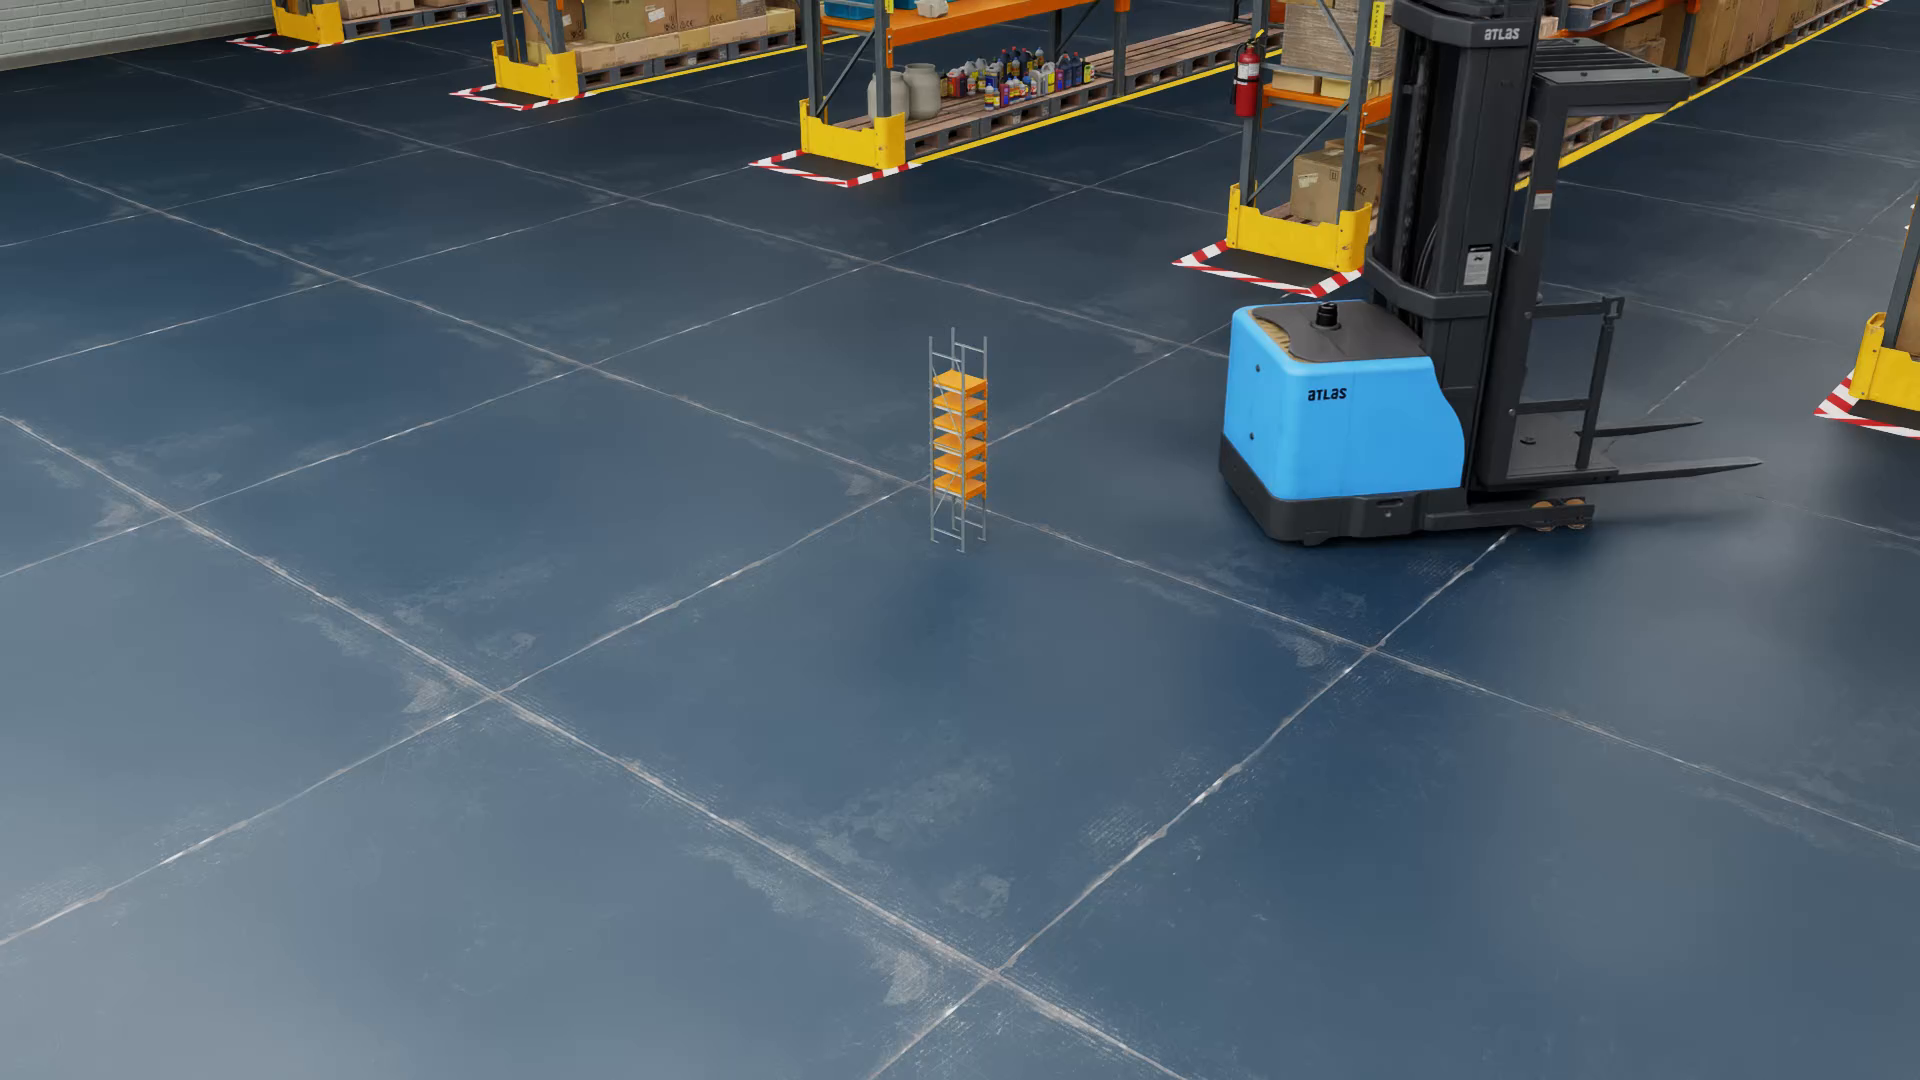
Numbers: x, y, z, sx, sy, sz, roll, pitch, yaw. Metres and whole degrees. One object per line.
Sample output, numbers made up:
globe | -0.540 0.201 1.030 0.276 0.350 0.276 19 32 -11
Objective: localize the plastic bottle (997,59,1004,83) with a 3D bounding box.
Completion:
plastic bottle | 0.440 -5.237 18.599 0.097 0.271 0.097 0 27 0

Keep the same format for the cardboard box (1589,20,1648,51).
cardboard box | 7.092 -5.500 18.042 0.500 0.250 0.500 -24 36 -38

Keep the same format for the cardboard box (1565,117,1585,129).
cardboard box | 6.006 -4.561 17.043 0.700 0.500 0.500 21 34 34

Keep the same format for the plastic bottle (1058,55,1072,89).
plastic bottle | 1.149 -5.186 18.415 0.144 0.351 0.185 19 33 32

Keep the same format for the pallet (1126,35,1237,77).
pallet | 2.704 -6.034 20.684 1.003 0.211 1.213 21 34 34

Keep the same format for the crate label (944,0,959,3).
crate label | -0.124 -5.877 17.308 0.502 0.435 0.616 21 34 34

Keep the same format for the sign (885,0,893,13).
sign | -0.664 -5.091 15.525 0.100 0.325 0.005 21 34 34

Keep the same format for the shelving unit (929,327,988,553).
shelving unit | -0.009 -0.528 8.964 0.258 1.200 0.189 21 34 34

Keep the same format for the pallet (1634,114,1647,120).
pallet | 7.327 -5.004 18.693 1.003 0.211 1.213 21 34 34

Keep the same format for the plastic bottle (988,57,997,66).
plastic bottle | 0.368 -5.259 18.629 0.061 0.283 0.133 23 35 37

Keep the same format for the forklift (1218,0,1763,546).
forklift | 3.104 -1.583 9.119 3.031 2.935 1.130 -5 28 -9

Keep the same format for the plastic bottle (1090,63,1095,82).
plastic bottle | 1.468 -5.281 18.761 0.097 0.201 0.097 0 27 0

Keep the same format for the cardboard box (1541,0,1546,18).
cardboard box | 4.947 -5.136 15.480 0.875 0.500 0.500 21 34 34

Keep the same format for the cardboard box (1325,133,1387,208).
cardboard box | 3.500 -3.197 14.429 0.500 0.500 0.500 -18 32 -31

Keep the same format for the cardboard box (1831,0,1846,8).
cardboard box | 11.989 -8.025 23.354 0.875 0.875 0.875 21 34 34

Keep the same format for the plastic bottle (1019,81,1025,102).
plastic bottle | 0.653 -4.826 17.882 0.097 0.201 0.097 0 27 0

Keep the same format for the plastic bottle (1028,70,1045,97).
plastic bottle | 0.837 -4.982 18.102 0.152 0.276 0.135 21 34 35

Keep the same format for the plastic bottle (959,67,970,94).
plastic bottle | 0.014 -5.026 18.185 0.152 0.276 0.135 20 33 33

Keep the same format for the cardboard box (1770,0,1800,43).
cardboard box | 9.977 -6.947 21.270 1.225 0.875 0.875 21 34 35

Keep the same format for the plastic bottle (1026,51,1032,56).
plastic bottle | 0.733 -5.426 18.960 0.152 0.276 0.135 22 35 36

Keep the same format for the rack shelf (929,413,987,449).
rack shelf | -0.009 -0.595 8.930 0.258 0.103 0.180 21 34 34

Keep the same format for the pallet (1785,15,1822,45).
pallet | 10.913 -6.945 22.446 1.003 0.211 1.213 21 34 34

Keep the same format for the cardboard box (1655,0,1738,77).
cardboard box | 8.280 -6.000 19.440 1.225 0.875 0.875 19 33 32

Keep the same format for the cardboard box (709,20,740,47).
cardboard box | -3.120 -6.378 20.850 0.500 0.250 0.500 21 34 34

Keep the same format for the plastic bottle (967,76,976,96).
plastic bottle | 0.122 -4.963 18.145 0.097 0.201 0.097 0 27 0

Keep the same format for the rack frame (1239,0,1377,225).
rack frame | 2.736 -3.682 13.104 1.000 3.000 0.127 21 34 34

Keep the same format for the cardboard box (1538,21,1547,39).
cardboard box | 5.204 -4.741 15.424 0.380 0.149 0.250 21 34 34

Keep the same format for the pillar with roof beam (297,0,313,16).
pillar with roof beam | -5.631 -9.933 18.657 9.100 9.000 0.400 21 34 34

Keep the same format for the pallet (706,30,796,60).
pallet | -2.899 -6.489 21.564 1.003 0.211 1.213 21 34 34

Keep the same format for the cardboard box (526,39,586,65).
cardboard box | -4.792 -5.821 19.773 0.500 0.250 0.500 21 34 34

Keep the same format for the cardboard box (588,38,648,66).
cardboard box | -4.077 -5.848 19.825 0.500 0.250 0.500 21 34 34

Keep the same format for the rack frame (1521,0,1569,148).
rack frame | 5.281 -5.101 15.845 1.000 3.000 0.127 21 34 34

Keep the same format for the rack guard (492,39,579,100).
rack guard | -4.921 -5.460 19.261 1.175 0.500 0.348 21 34 34

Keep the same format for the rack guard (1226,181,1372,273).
rack guard | 2.785 -2.599 13.730 1.175 0.500 0.348 21 34 34

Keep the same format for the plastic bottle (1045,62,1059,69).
plastic bottle | 1.019 -5.188 18.499 0.152 0.276 0.135 21 34 34

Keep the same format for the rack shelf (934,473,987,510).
rack shelf | -0.009 -0.275 9.095 0.258 0.103 0.180 21 34 34

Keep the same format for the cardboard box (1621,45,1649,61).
cardboard box | 7.071 -5.160 18.202 0.700 0.500 0.500 18 32 30

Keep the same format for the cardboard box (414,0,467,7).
cardboard box | -7.353 -7.777 23.261 0.700 0.500 0.500 18 33 31

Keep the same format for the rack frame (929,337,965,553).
rack frame | -0.067 -0.495 8.902 0.240 1.200 0.006 21 34 34

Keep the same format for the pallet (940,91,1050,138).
pallet | 0.224 -4.649 18.008 1.003 0.211 1.213 21 34 34

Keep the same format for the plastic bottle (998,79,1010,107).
plastic bottle | 0.466 -4.746 17.636 0.061 0.283 0.133 21 34 35

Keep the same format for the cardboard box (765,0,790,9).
cardboard box | -2.321 -7.194 22.428 0.500 0.250 0.500 20 34 34

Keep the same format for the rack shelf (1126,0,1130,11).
rack shelf | 2.731 -6.938 20.179 1.077 0.370 4.000 21 34 34

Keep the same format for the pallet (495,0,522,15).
pallet | -6.586 -7.957 24.401 1.003 0.211 1.213 21 34 34

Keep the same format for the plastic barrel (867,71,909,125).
plastic barrel | -0.726 -4.467 16.871 0.421 0.512 0.421 0 27 0

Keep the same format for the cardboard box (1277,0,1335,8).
cardboard box | 2.895 -4.570 13.299 0.500 0.500 0.500 21 34 34

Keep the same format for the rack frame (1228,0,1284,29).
rack frame | 4.003 -7.966 21.385 1.000 3.000 0.127 21 34 34

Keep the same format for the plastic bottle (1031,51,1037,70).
plastic bottle | 0.816 -5.399 18.899 0.061 0.283 0.133 21 34 34

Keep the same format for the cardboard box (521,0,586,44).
cardboard box | -4.794 -6.154 19.602 0.500 0.500 0.500 21 34 34

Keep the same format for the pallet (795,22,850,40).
pallet | -1.923 -7.031 22.612 1.003 0.211 1.213 21 34 34

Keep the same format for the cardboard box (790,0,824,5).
cardboard box | -1.906 -7.285 21.993 0.500 0.311 0.500 21 34 35

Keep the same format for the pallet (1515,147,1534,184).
pallet | 4.881 -3.614 16.006 1.003 0.211 1.213 21 34 34

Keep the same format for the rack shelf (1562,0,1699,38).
rack shelf | 6.553 -5.490 17.381 1.077 0.370 4.000 21 34 34

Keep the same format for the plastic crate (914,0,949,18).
plastic crate | -0.268 -5.236 16.394 0.298 0.136 0.250 21 34 34

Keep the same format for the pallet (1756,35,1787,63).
pallet | 9.936 -6.403 21.397 1.003 0.211 1.213 21 34 34

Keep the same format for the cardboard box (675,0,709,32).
cardboard box | -3.437 -6.534 20.334 0.500 0.500 0.500 21 34 34
